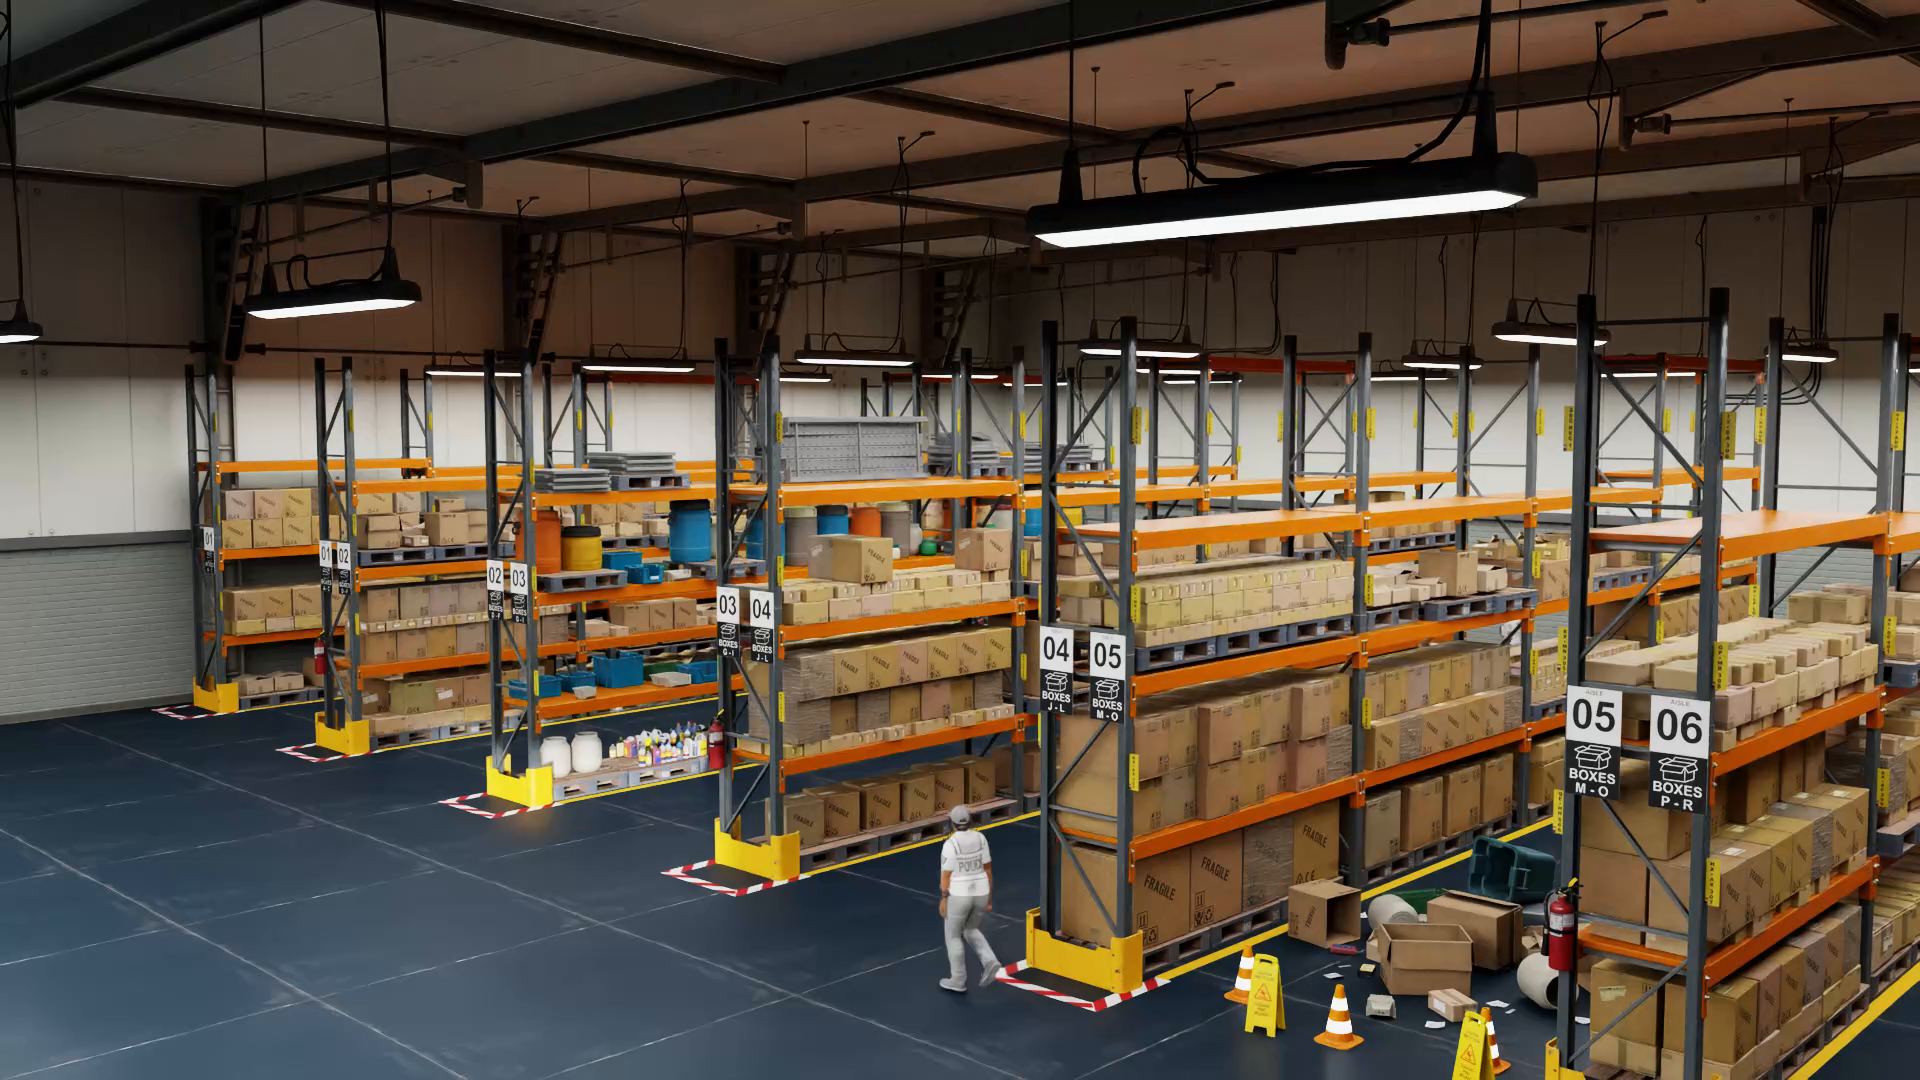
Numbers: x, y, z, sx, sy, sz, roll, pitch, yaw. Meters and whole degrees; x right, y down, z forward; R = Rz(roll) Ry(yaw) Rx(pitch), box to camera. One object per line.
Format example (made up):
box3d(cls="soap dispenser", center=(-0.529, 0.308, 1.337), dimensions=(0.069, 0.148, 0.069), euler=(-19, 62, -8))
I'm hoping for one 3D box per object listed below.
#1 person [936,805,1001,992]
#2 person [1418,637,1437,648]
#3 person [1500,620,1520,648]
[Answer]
box3d(cls="person", center=(0.078, 3.191, 14.810), dimensions=(0.477, 1.649, 0.535), euler=(-4, 6, -40))
box3d(cls="person", center=(7.728, 2.256, 27.063), dimensions=(0.709, 1.683, 0.714), euler=(-3, 6, -38))
box3d(cls="person", center=(10.212, 1.952, 30.786), dimensions=(0.473, 1.669, 0.480), euler=(3, 5, 34))
